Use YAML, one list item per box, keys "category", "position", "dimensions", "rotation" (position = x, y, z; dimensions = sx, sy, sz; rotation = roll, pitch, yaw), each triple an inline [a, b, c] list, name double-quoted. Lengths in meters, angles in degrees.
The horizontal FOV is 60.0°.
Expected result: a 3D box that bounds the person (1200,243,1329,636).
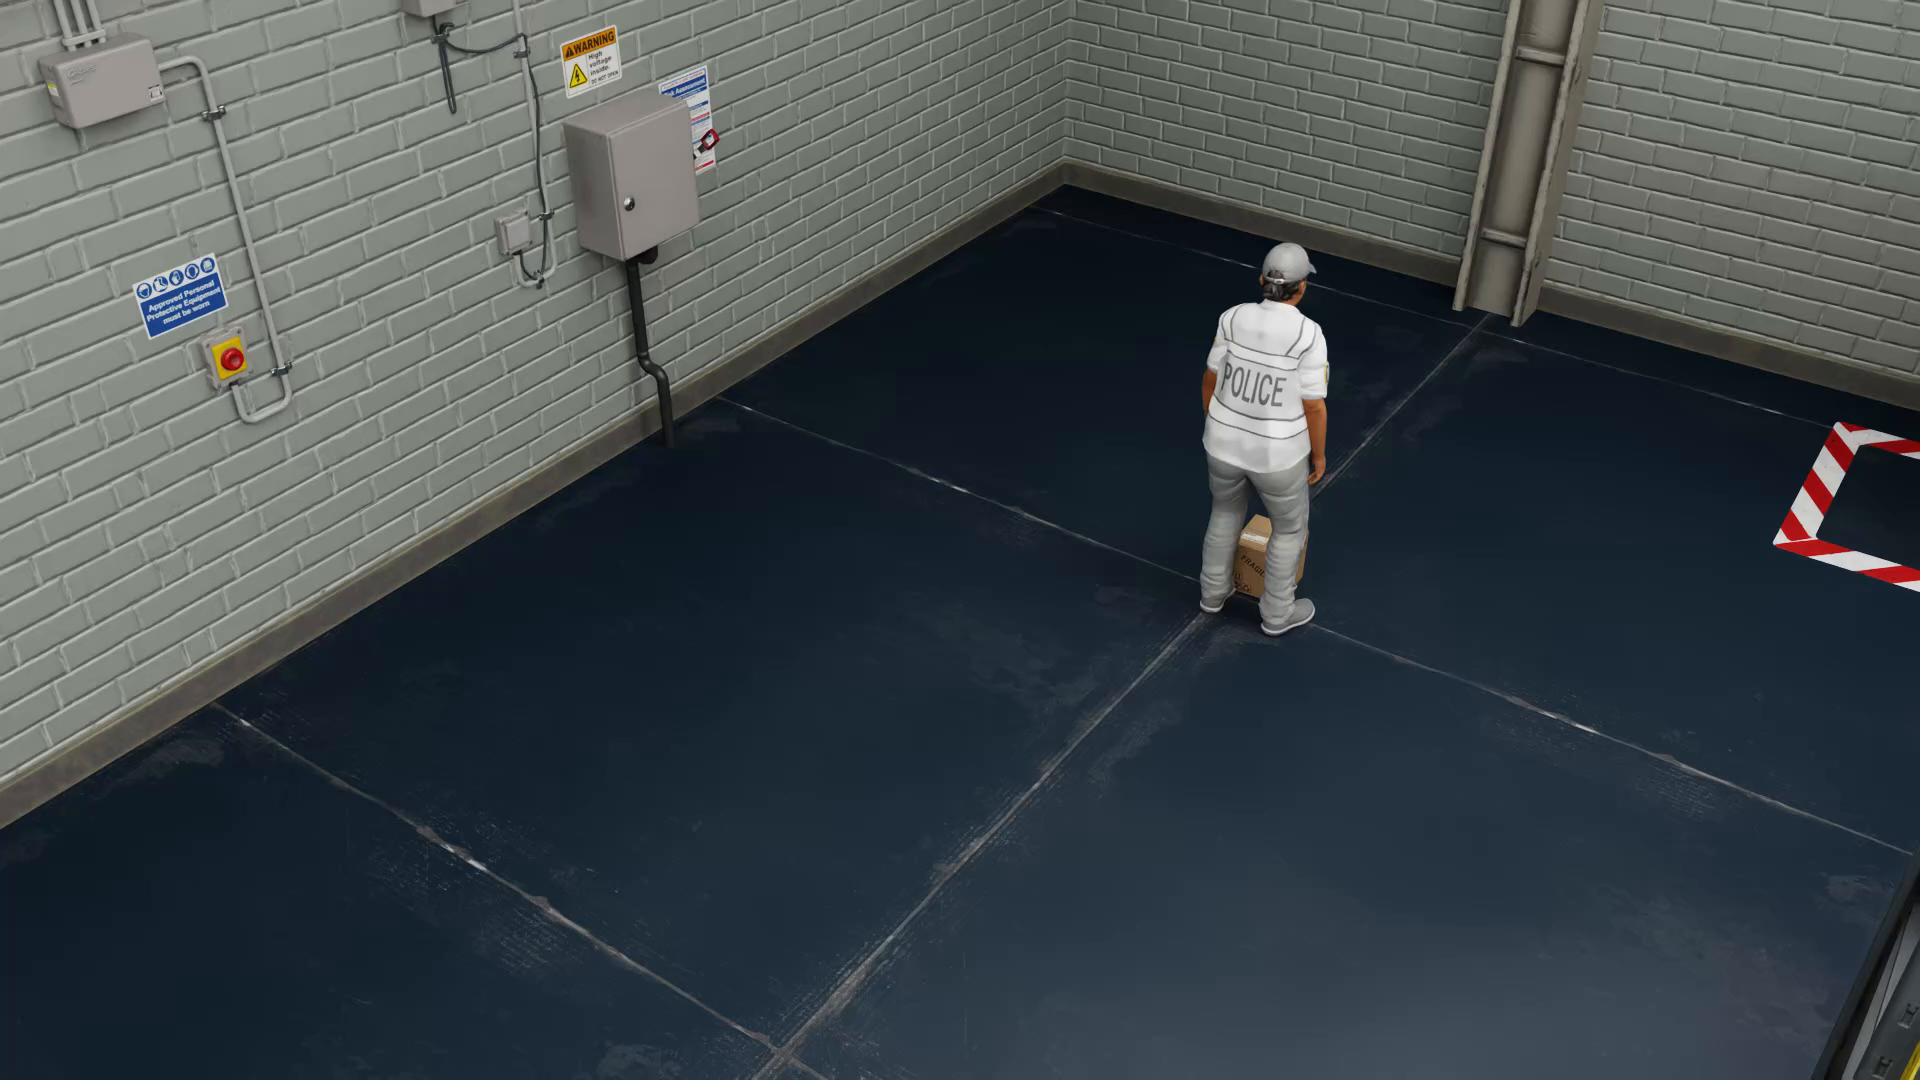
- category: "person"
  position: [1.233, -0.391, 6.702]
  dimensions: [0.547, 1.666, 0.473]
  rotation: [21, 40, 27]
